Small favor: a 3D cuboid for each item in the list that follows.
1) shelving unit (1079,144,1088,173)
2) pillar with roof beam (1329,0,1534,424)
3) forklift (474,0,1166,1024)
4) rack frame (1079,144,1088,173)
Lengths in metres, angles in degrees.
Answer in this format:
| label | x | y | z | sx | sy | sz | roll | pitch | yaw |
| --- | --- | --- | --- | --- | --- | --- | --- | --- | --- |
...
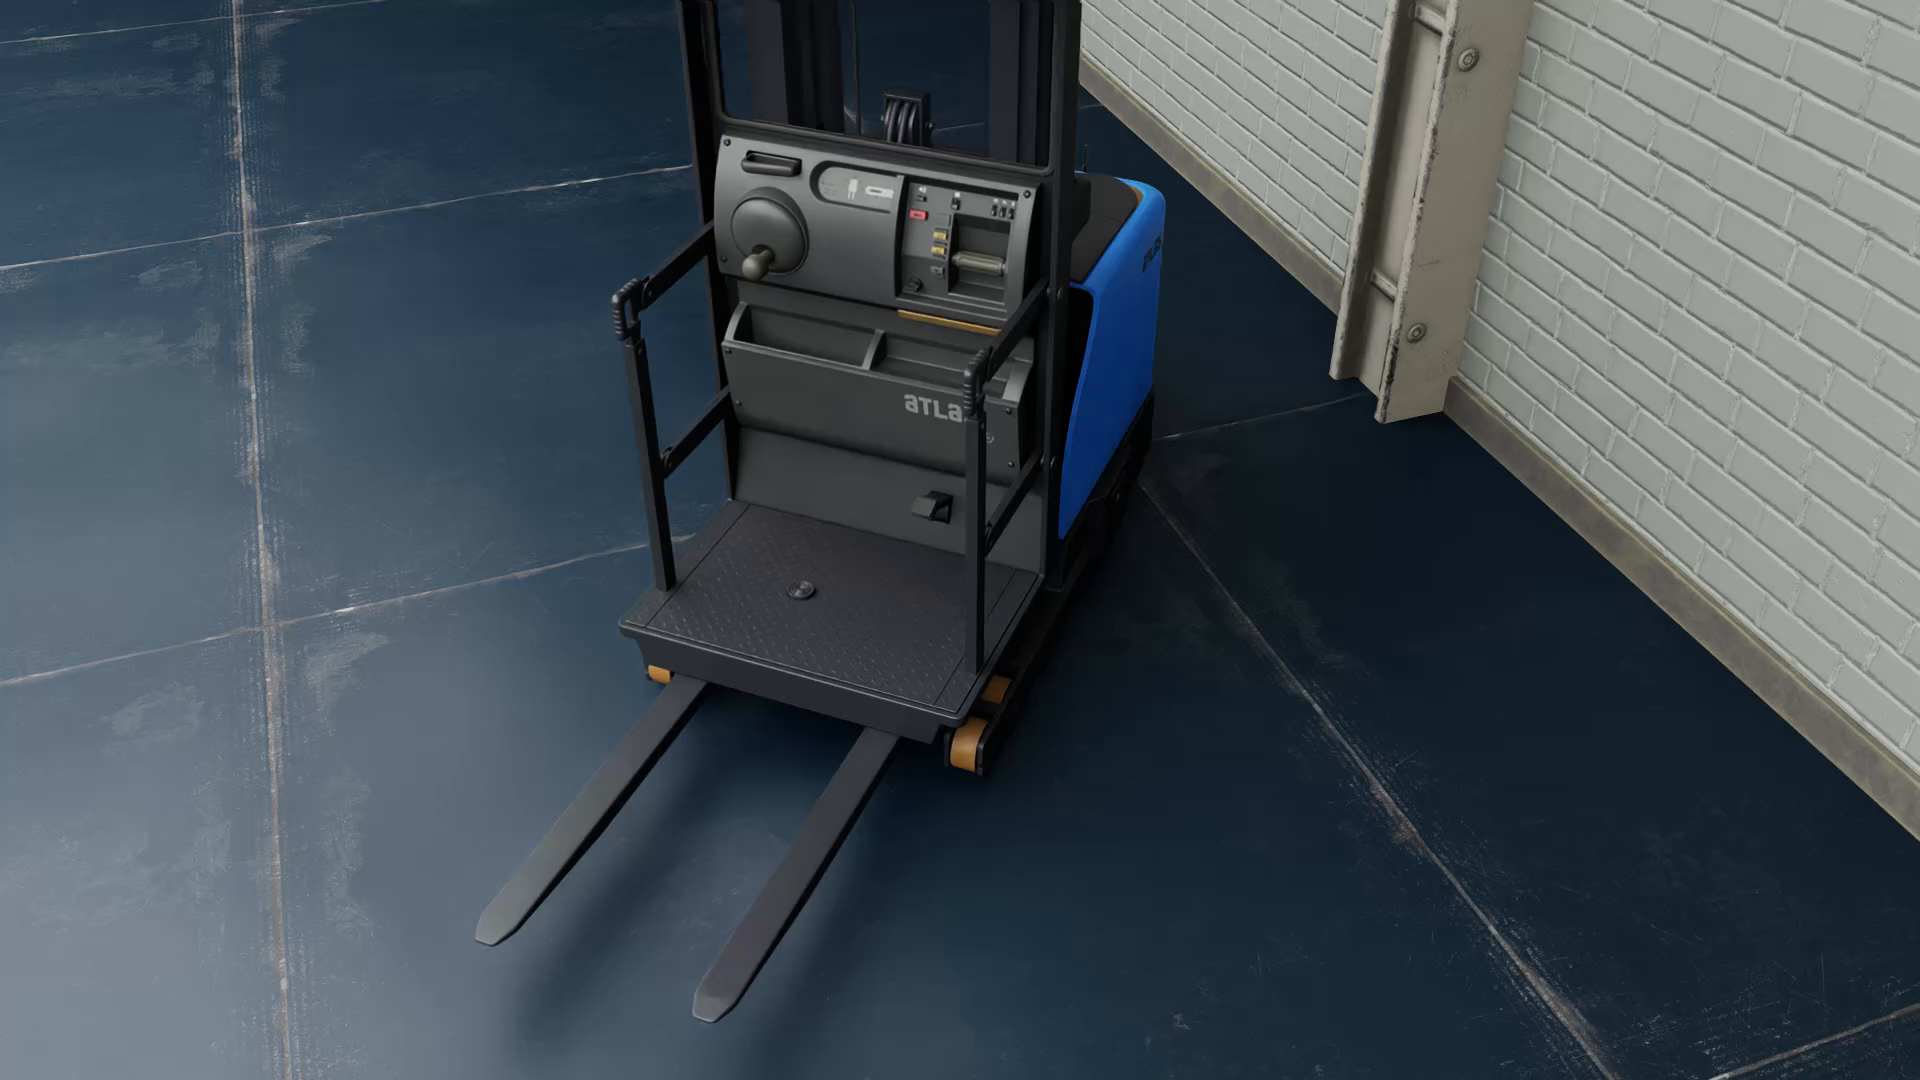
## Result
| label | x | y | z | sx | sy | sz | roll | pitch | yaw |
| --- | --- | --- | --- | --- | --- | --- | --- | --- | --- |
| shelving unit | 0.297 | -0.945 | 6.133 | 0.252 | 1.050 | 0.215 | 14 | 39 | 17 |
| pillar with roof beam | -2.360 | -3.289 | 2.637 | 9.100 | 9.000 | 0.400 | -12 | 39 | -16 |
| forklift | -0.320 | -0.784 | 4.354 | 1.130 | 2.935 | 3.031 | 14 | 39 | 17 |
| rack frame | 0.410 | -0.918 | 6.096 | 0.008 | 1.050 | 0.200 | 14 | 39 | 17 |
